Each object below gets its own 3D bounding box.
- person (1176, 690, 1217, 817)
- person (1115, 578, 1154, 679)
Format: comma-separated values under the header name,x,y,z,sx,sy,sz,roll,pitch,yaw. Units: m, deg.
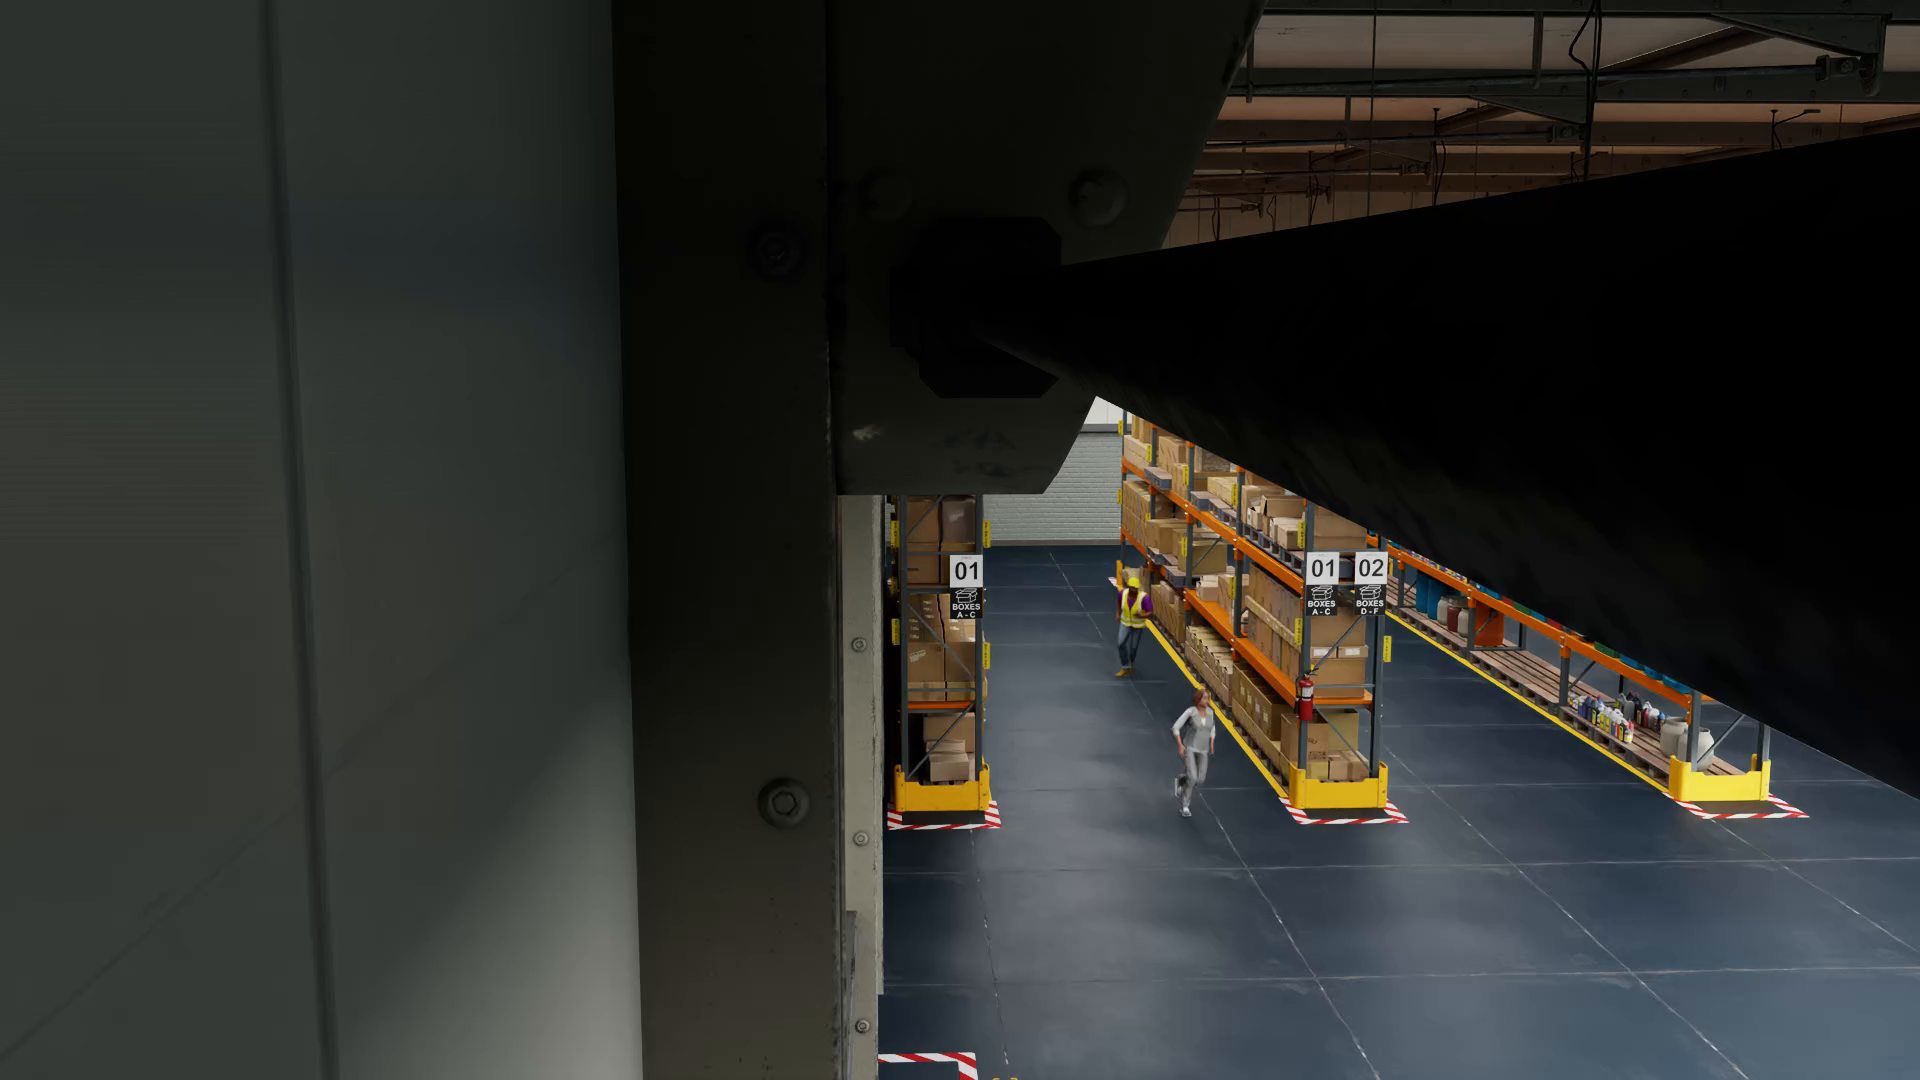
name,x,y,z,sx,sy,sz,roll,pitch,yaw
person,2.908,2.630,20.413,0.584,1.447,0.509,-4,9,-23
person,2.903,1.425,27.627,0.668,1.678,0.986,2,9,13
